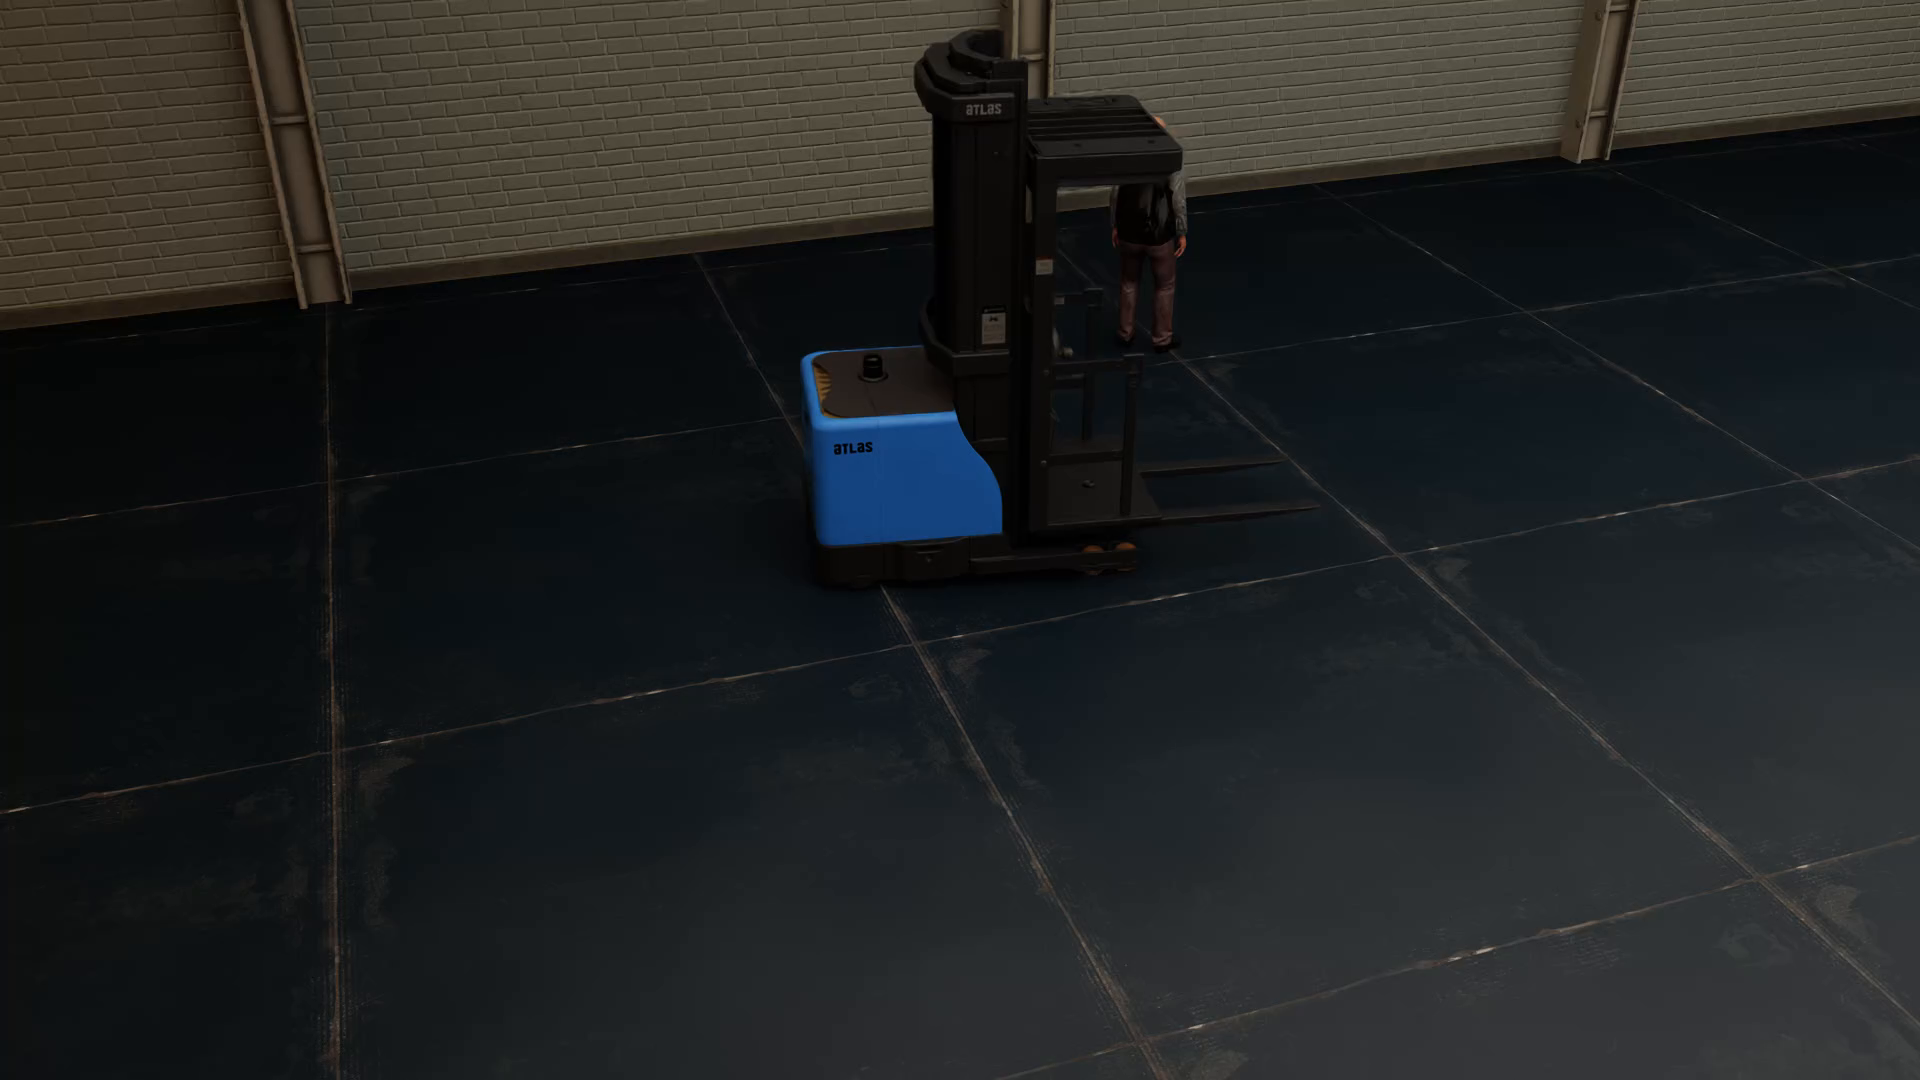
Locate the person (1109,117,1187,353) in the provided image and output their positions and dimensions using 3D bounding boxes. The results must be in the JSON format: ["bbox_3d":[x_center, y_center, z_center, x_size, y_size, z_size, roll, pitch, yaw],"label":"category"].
[{"bbox_3d":[1.368,-2.217,12.157,0.580,1.719,0.424,13,32,21],"label":"person"}]

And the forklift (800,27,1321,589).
[{"bbox_3d":[0.608,-1.327,9.393,3.031,2.935,1.130,-5,30,-8],"label":"forklift"}]
